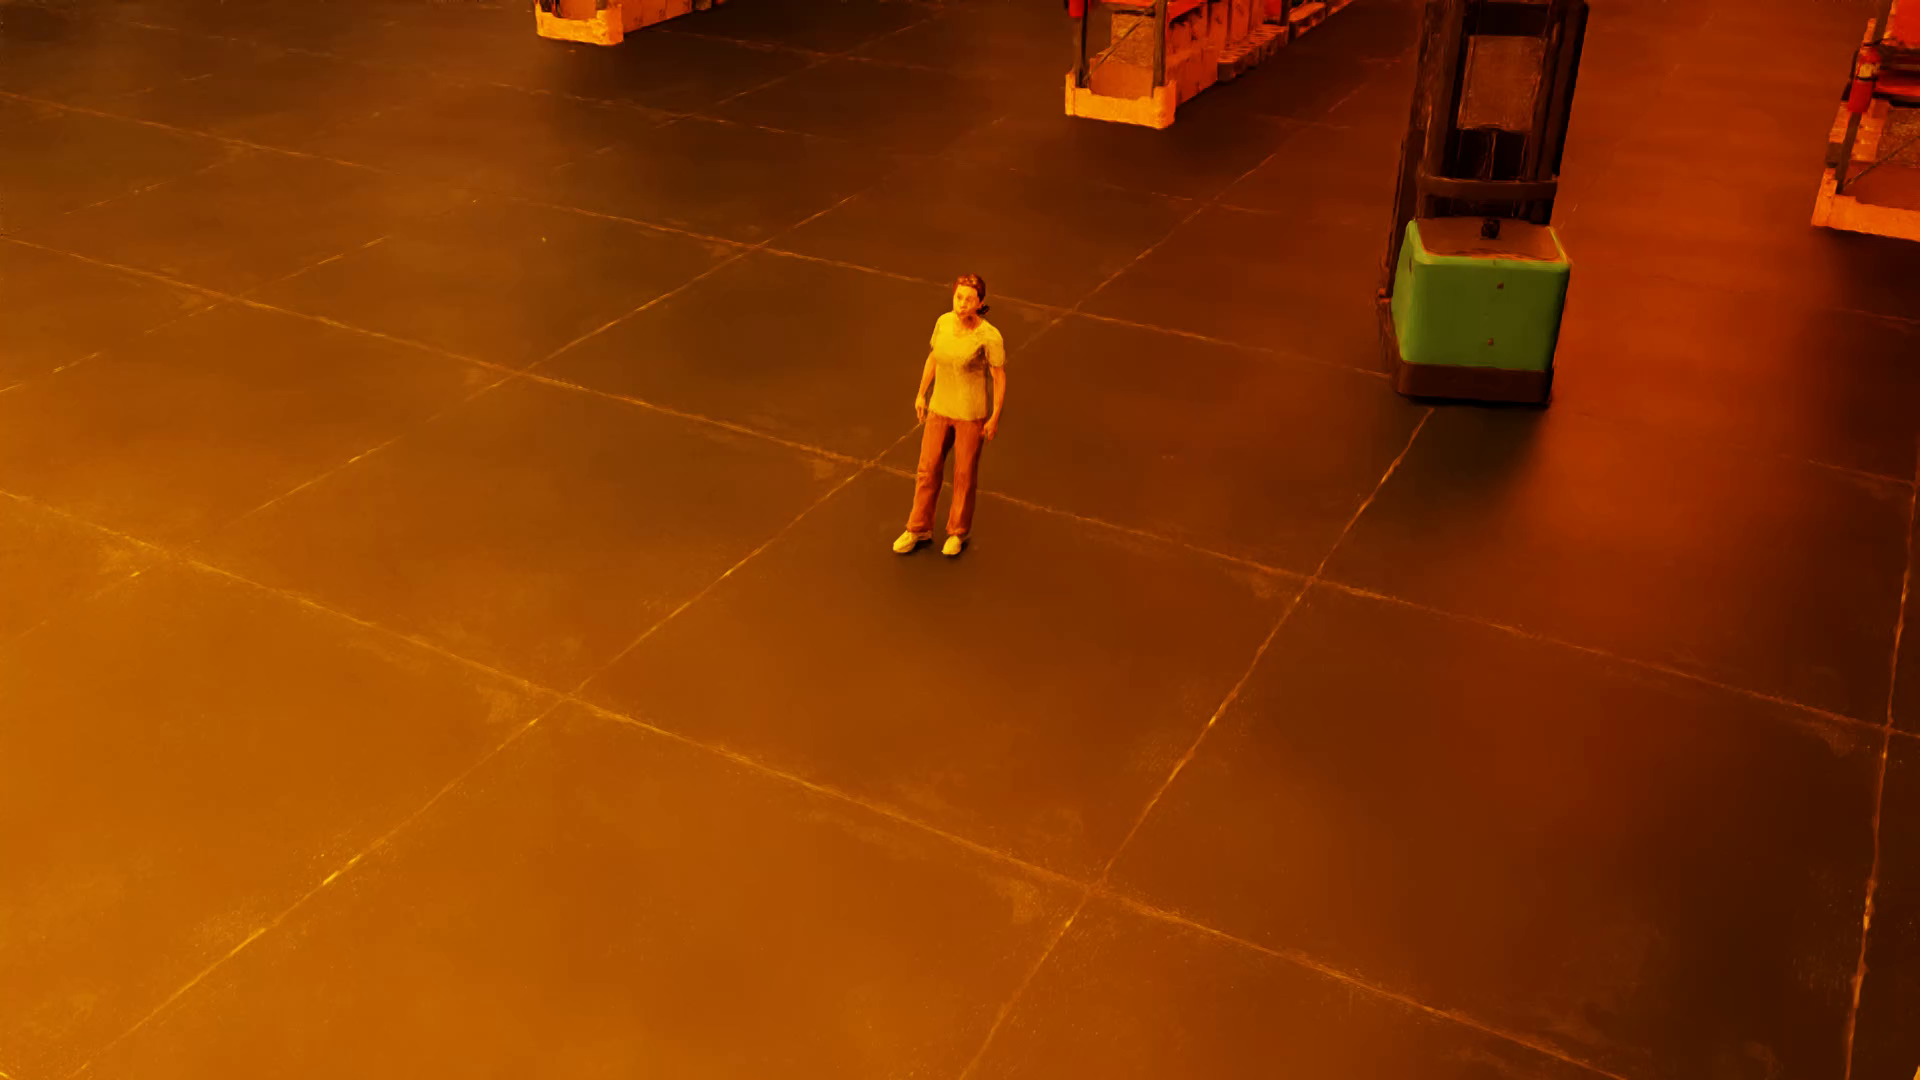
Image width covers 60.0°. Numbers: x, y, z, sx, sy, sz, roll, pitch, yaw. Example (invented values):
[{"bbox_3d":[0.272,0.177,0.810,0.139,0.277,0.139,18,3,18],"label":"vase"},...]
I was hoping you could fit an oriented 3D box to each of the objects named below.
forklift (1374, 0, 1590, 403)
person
[{"bbox_3d":[3.796,-2.935,12.156,1.130,2.935,3.031,4,30,8],"label":"forklift"},{"bbox_3d":[-0.045,-0.698,9.531,0.554,1.665,0.548,15,33,25],"label":"person"}]
